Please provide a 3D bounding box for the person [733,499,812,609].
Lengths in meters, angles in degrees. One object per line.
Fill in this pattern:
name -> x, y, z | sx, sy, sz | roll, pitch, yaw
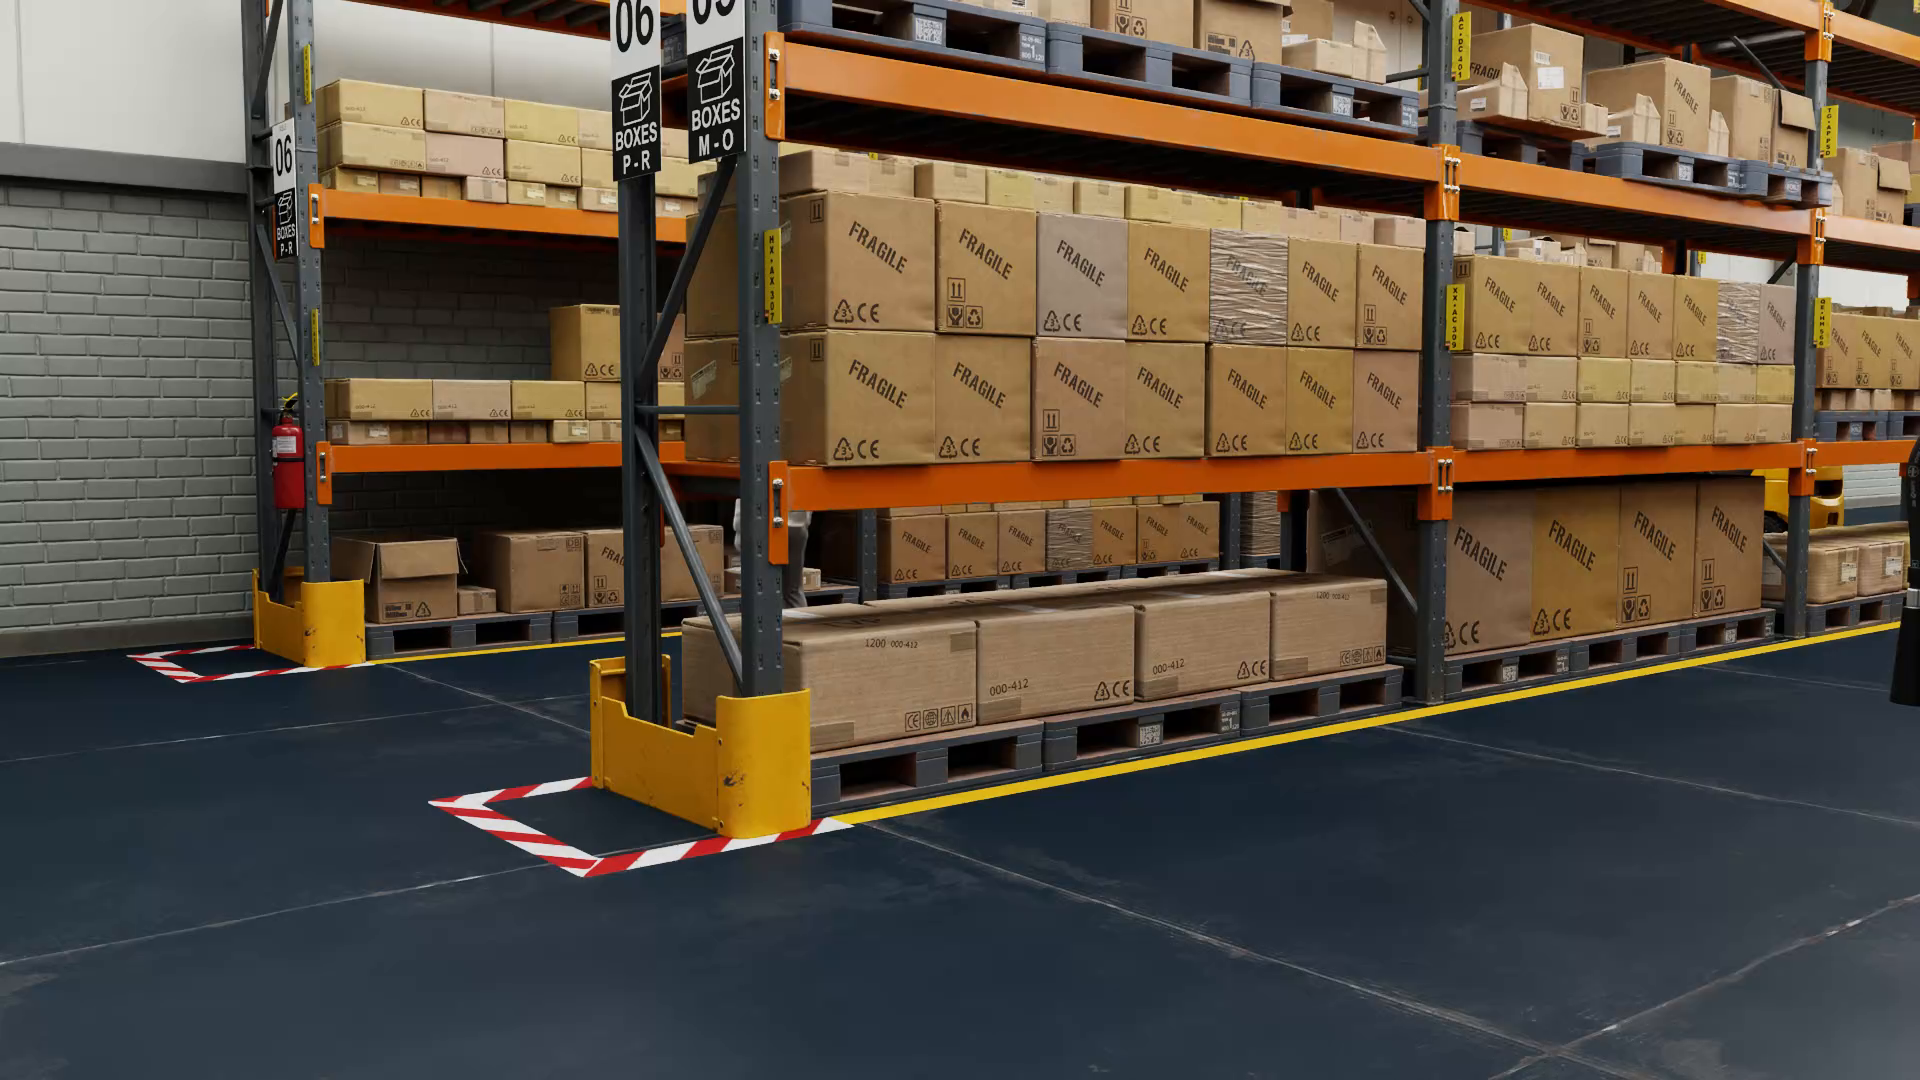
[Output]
person -> -1.076, -0.057, 9.478 | 0.538, 1.662, 0.415 | -4, 6, -42
